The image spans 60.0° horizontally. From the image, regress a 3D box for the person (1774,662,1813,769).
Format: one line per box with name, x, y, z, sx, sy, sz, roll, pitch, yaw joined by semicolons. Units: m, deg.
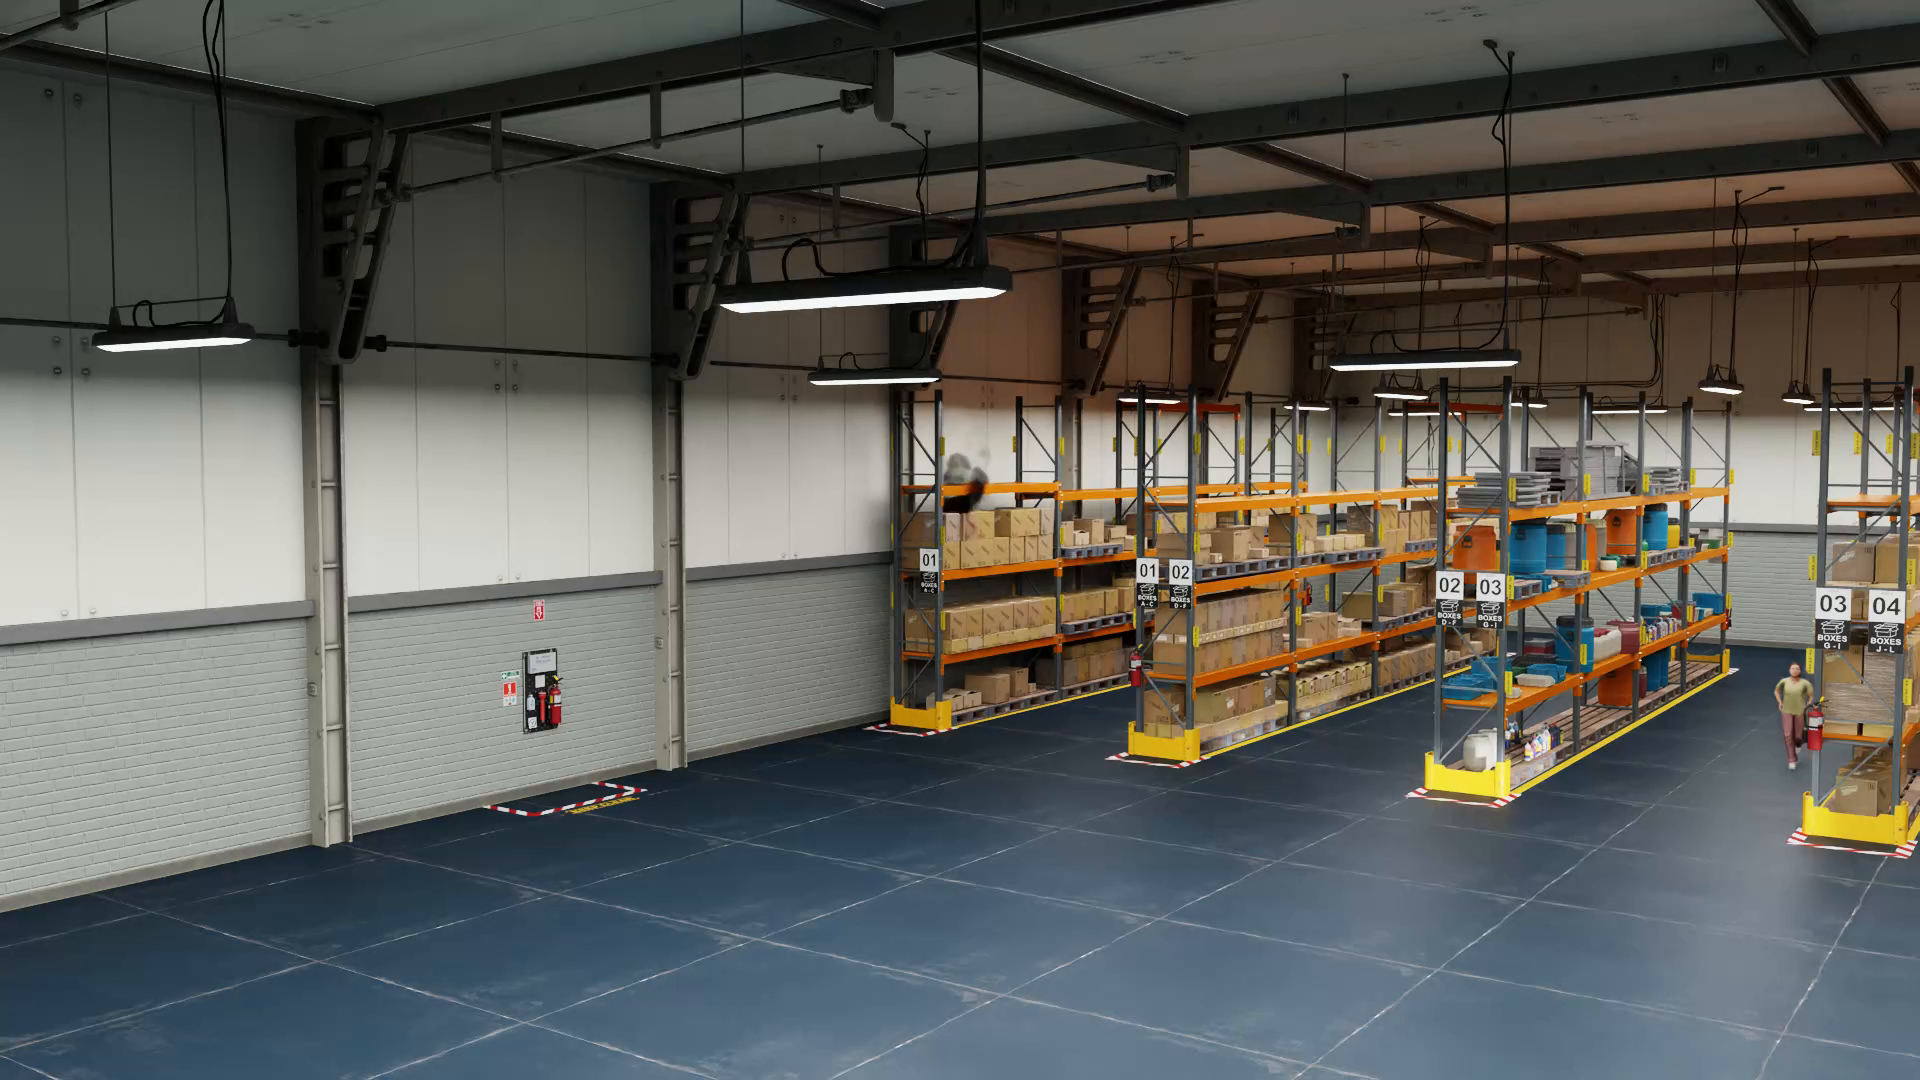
person;13.070;2.727;26.068;0.580;1.649;0.747;2;4;30
